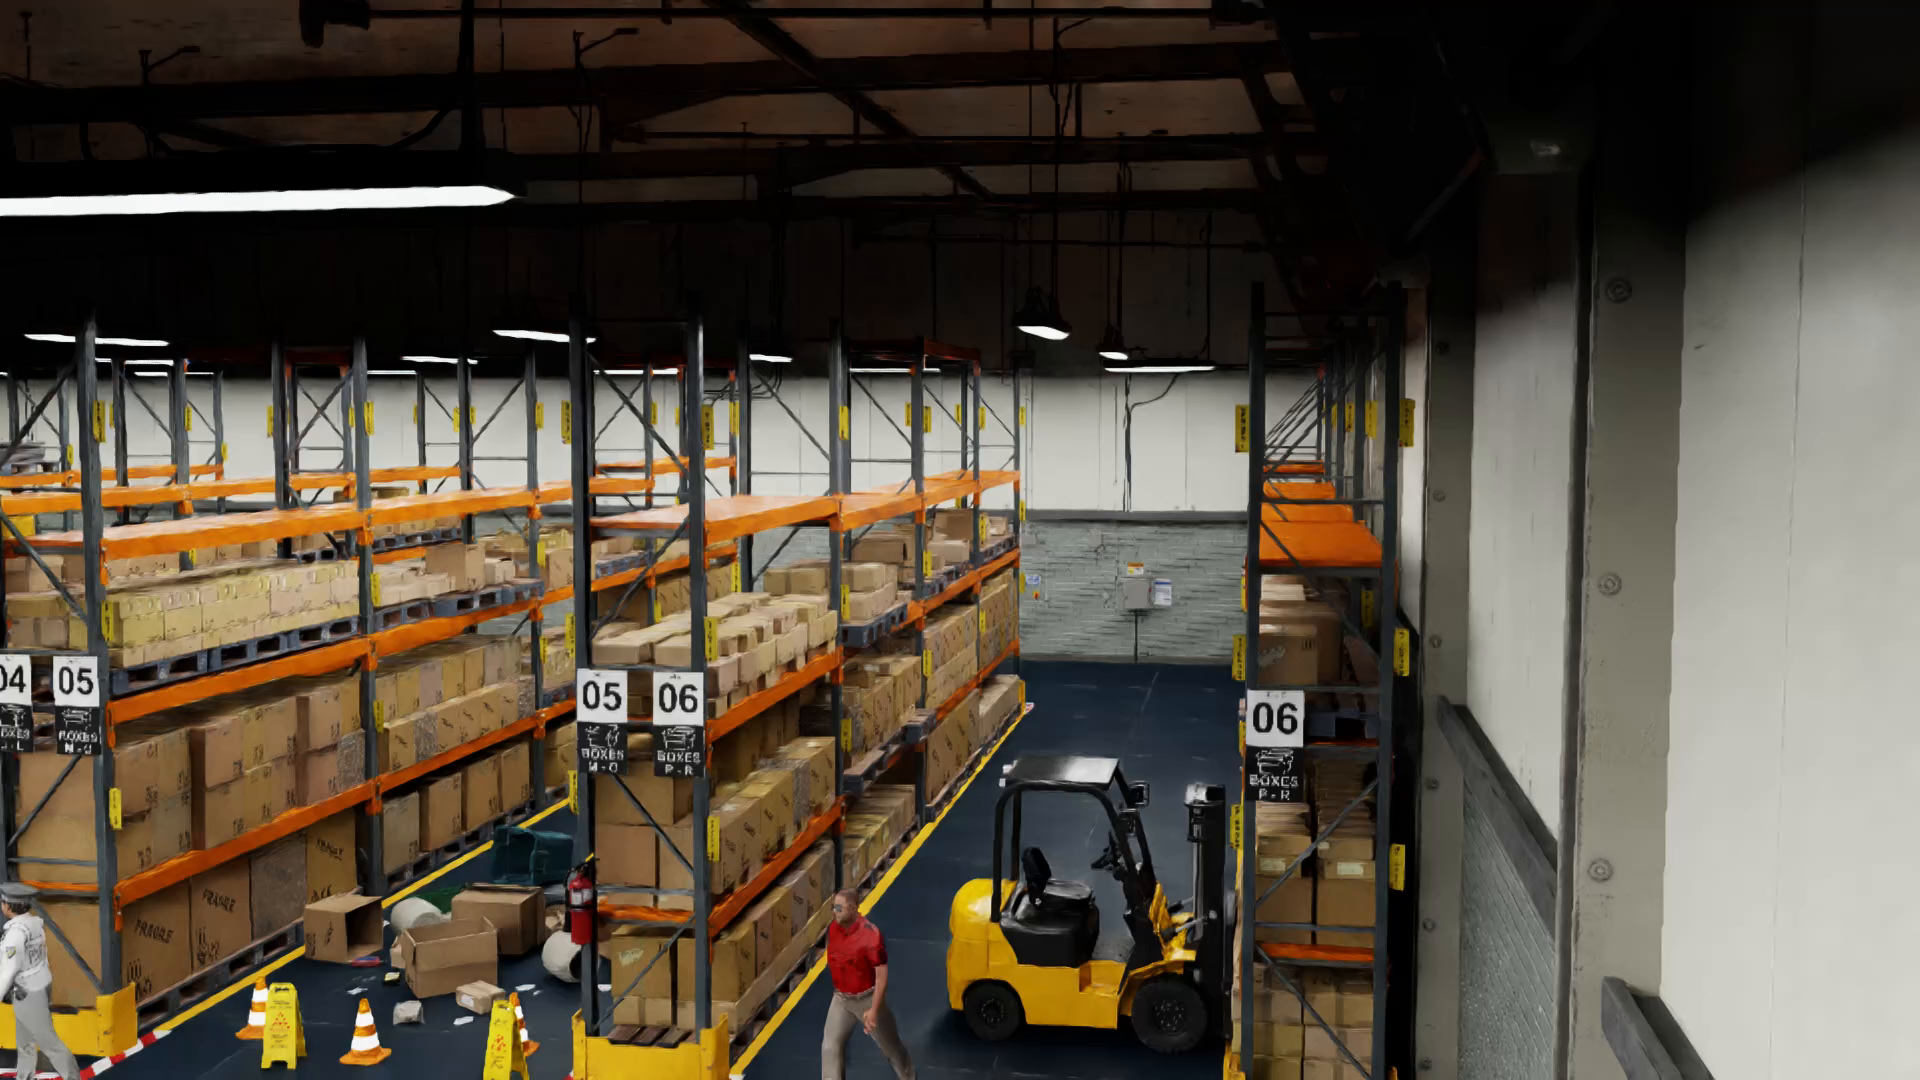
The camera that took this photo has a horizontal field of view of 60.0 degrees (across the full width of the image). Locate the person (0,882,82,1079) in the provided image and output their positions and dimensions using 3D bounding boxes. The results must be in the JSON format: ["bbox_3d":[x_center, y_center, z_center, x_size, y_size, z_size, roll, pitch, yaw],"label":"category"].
[{"bbox_3d":[-6.839,3.352,12.268,0.682,1.659,0.498,-1,5,-16],"label":"person"}]

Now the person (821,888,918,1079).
[{"bbox_3d":[-0.714,3.349,12.144,0.610,1.682,0.977,3,6,37],"label":"person"}]
